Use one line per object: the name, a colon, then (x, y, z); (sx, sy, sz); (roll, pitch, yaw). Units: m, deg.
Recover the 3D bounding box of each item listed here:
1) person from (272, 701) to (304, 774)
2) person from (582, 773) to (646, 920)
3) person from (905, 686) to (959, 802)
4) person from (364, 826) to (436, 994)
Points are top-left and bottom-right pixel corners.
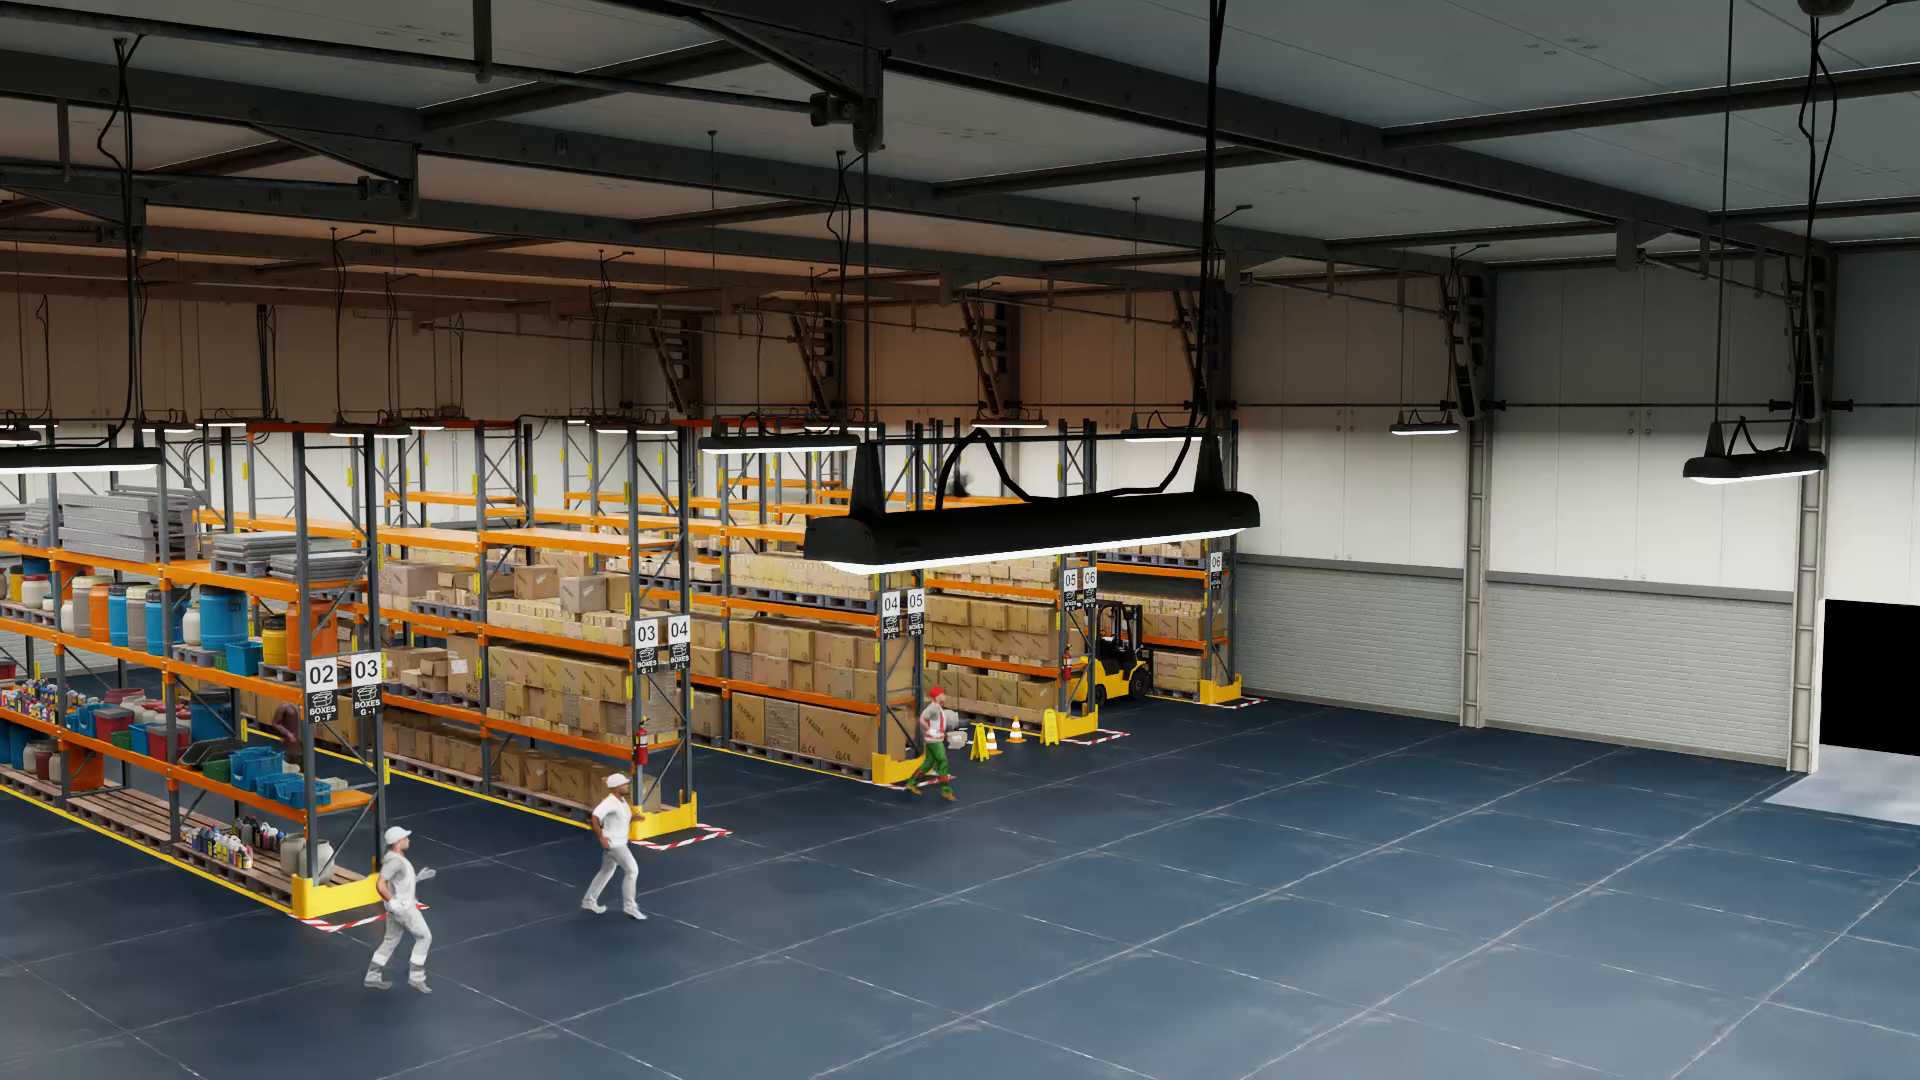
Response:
person: (-10.801, 3.257, 27.024); (0.719, 1.738, 0.708); (2, 5, 26)
person: (-4.269, 3.768, 20.486); (0.796, 1.814, 0.677); (-1, 5, -12)
person: (-0.444, 3.261, 26.756); (0.880, 1.820, 0.672); (0, 5, 2)
person: (-5.990, 3.980, 17.813); (0.777, 1.847, 0.645); (-3, 5, -30)
